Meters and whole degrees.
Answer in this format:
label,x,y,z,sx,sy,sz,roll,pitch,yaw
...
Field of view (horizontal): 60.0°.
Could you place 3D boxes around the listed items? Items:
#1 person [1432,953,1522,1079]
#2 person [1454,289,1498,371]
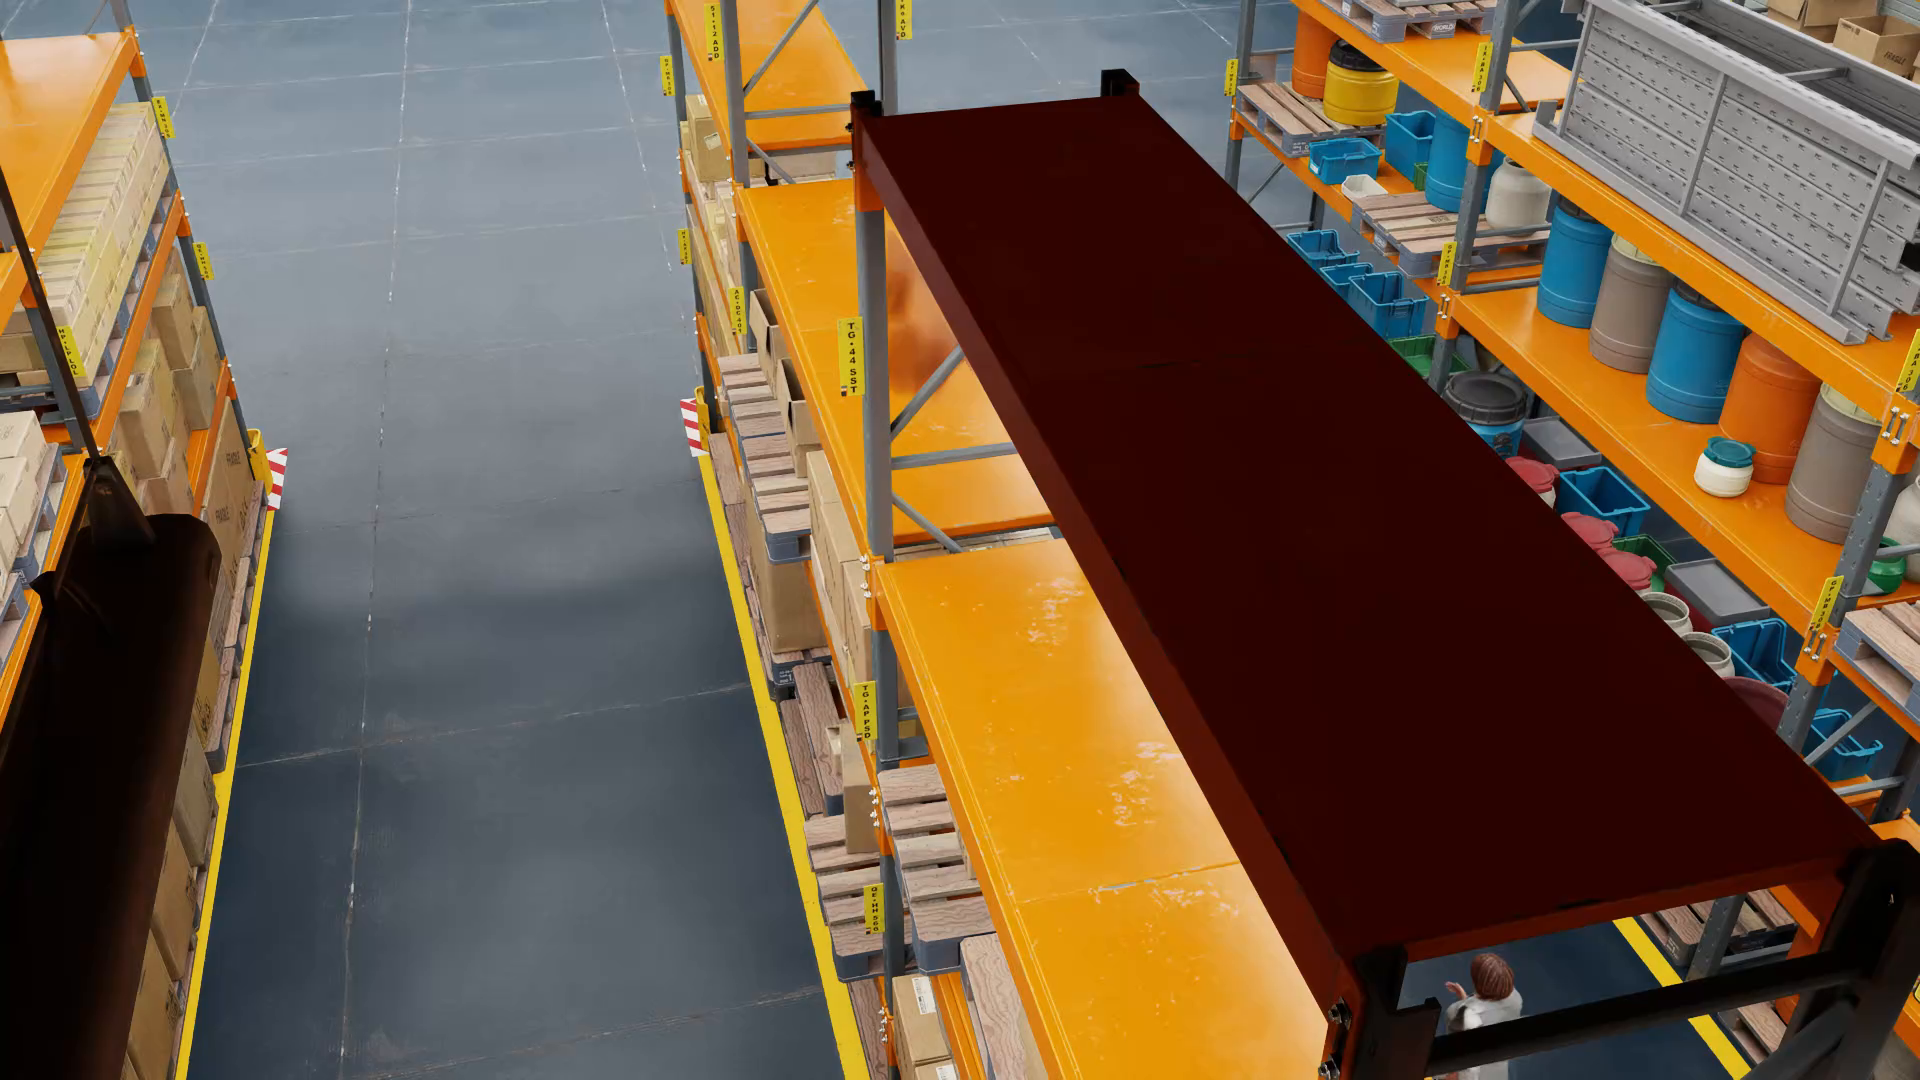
label,x,y,z,sx,sy,sz,roll,pitch,yaw
person,2.568,2.693,8.404,0.490,1.624,0.711,-12,36,-17
person,4.856,-2.083,15.642,0.677,1.750,0.865,-13,36,-18
